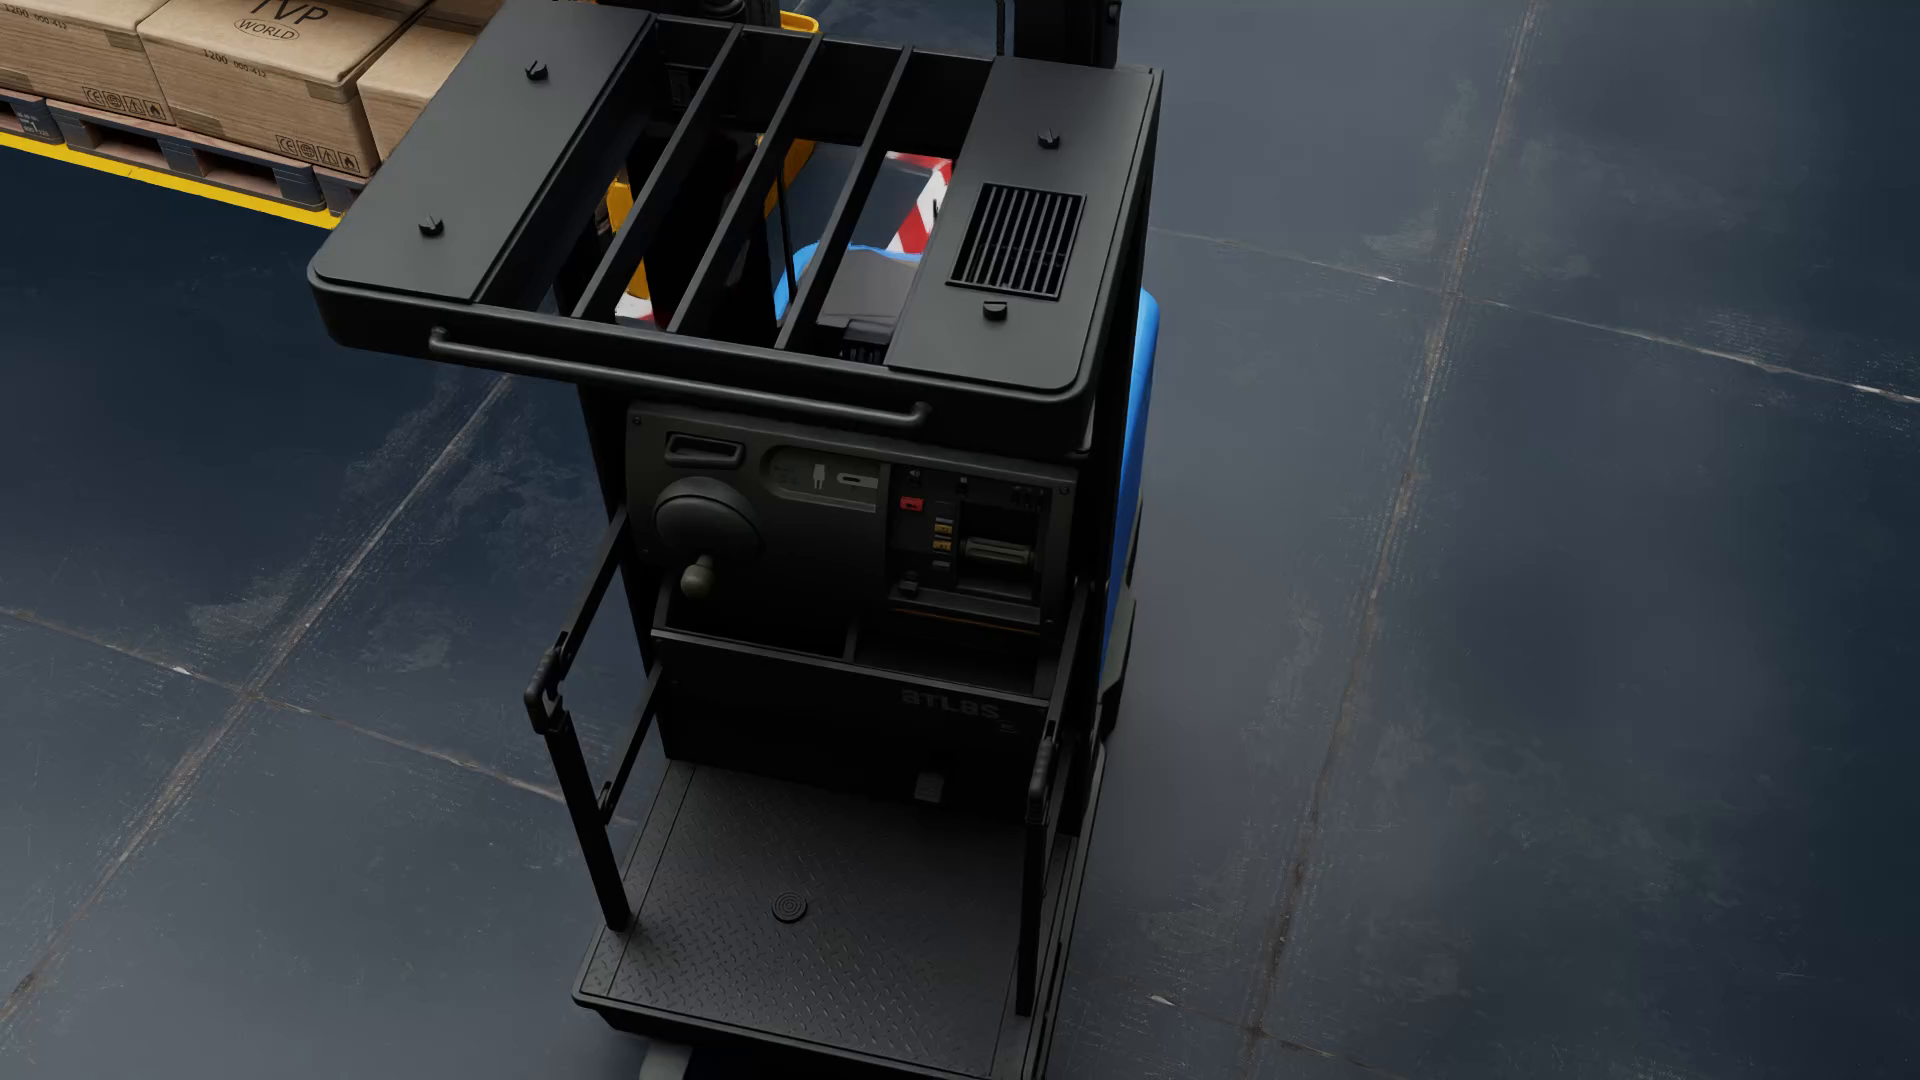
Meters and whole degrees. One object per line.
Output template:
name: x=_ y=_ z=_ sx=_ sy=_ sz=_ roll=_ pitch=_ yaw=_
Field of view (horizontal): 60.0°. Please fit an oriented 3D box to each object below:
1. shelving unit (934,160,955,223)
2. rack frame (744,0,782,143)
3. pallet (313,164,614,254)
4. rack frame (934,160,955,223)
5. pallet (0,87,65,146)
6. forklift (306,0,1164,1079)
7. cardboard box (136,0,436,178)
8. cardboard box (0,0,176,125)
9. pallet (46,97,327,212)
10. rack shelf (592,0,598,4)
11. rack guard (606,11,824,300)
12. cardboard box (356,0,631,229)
shelving unit: x=0.048 y=-0.593 z=4.969 sx=0.189 sy=1.200 sz=0.258 roll=10 pitch=50 yaw=8
rack frame: x=-0.901 y=-2.260 z=5.224 sx=0.127 sy=3.000 sz=1.000 roll=16 pitch=51 yaw=13
pallet: x=-1.678 y=-1.501 z=6.411 sx=1.213 sy=0.211 sz=1.003 roll=16 pitch=51 yaw=13
rack frame: x=-0.042 y=-0.608 z=4.982 sx=0.006 sy=1.200 sz=0.240 roll=10 pitch=50 yaw=8
pallet: x=-3.967 y=-2.140 z=6.965 sx=1.213 sy=0.211 sz=1.003 roll=16 pitch=51 yaw=13
forklift: x=-0.276 y=0.074 z=3.247 sx=1.130 sy=2.935 sz=3.031 roll=10 pitch=50 yaw=8
cardboard box: x=-2.416 y=-1.894 z=6.325 sx=0.875 sy=0.438 sz=0.875 roll=17 pitch=51 yaw=14
cardboard box: x=-3.261 y=-2.132 z=6.530 sx=0.875 sy=0.438 sz=0.875 roll=14 pitch=51 yaw=12
pallet: x=-2.819 y=-1.822 z=6.689 sx=1.213 sy=0.211 sz=1.003 roll=16 pitch=51 yaw=13
rack shelf: x=-2.777 y=-2.549 z=5.950 sx=4.000 sy=0.370 sz=1.077 roll=16 pitch=51 yaw=13
rack guard: x=-0.879 y=-1.435 z=6.163 sx=0.348 sy=0.500 sz=1.175 roll=16 pitch=51 yaw=13
cardboard box: x=-1.555 y=-1.661 z=6.122 sx=0.875 sy=0.438 sz=0.875 roll=14 pitch=51 yaw=12
